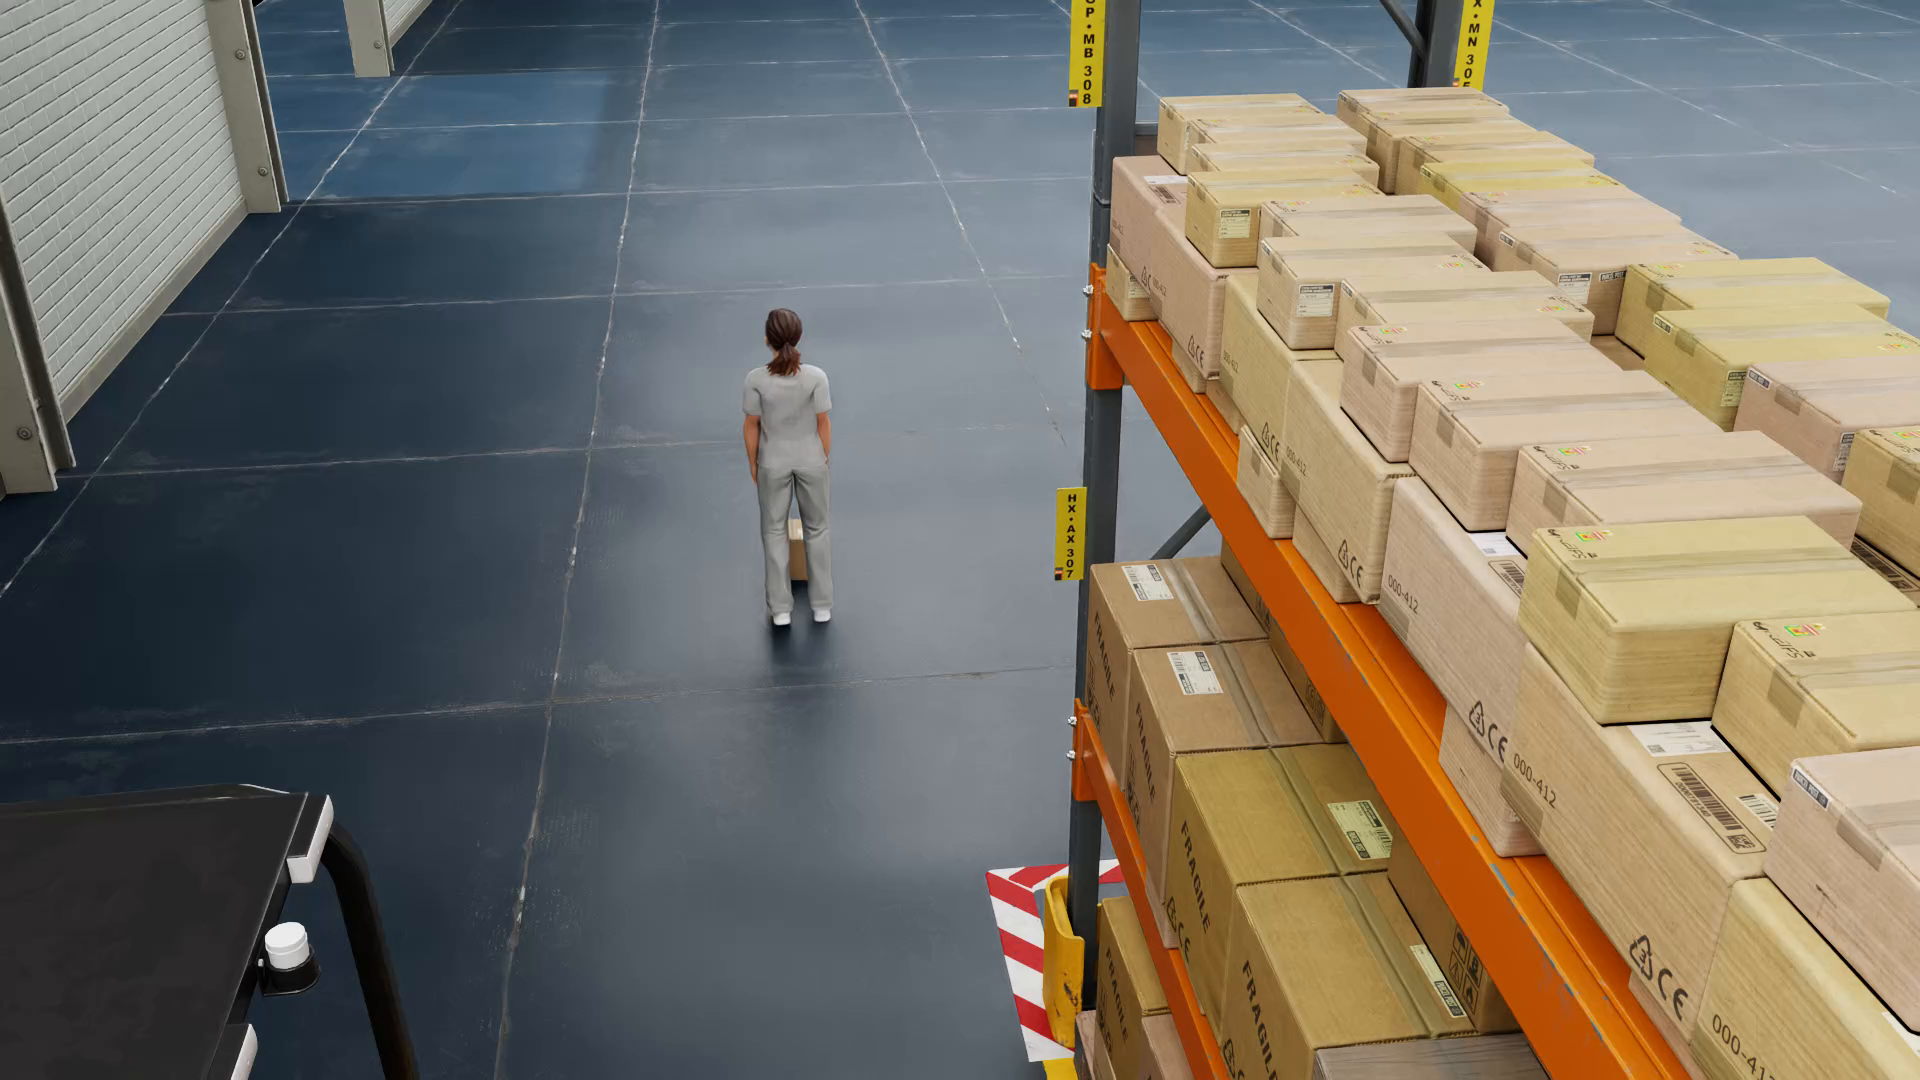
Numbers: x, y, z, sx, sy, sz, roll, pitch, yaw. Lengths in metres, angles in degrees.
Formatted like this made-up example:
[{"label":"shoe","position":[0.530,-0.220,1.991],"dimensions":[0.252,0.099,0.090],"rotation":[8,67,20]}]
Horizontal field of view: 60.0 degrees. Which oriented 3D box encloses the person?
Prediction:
[{"label":"person","position":[-0.851,-0.354,8.320],"dimensions":[0.438,1.678,0.363],"rotation":[-3,27,-6]}]
